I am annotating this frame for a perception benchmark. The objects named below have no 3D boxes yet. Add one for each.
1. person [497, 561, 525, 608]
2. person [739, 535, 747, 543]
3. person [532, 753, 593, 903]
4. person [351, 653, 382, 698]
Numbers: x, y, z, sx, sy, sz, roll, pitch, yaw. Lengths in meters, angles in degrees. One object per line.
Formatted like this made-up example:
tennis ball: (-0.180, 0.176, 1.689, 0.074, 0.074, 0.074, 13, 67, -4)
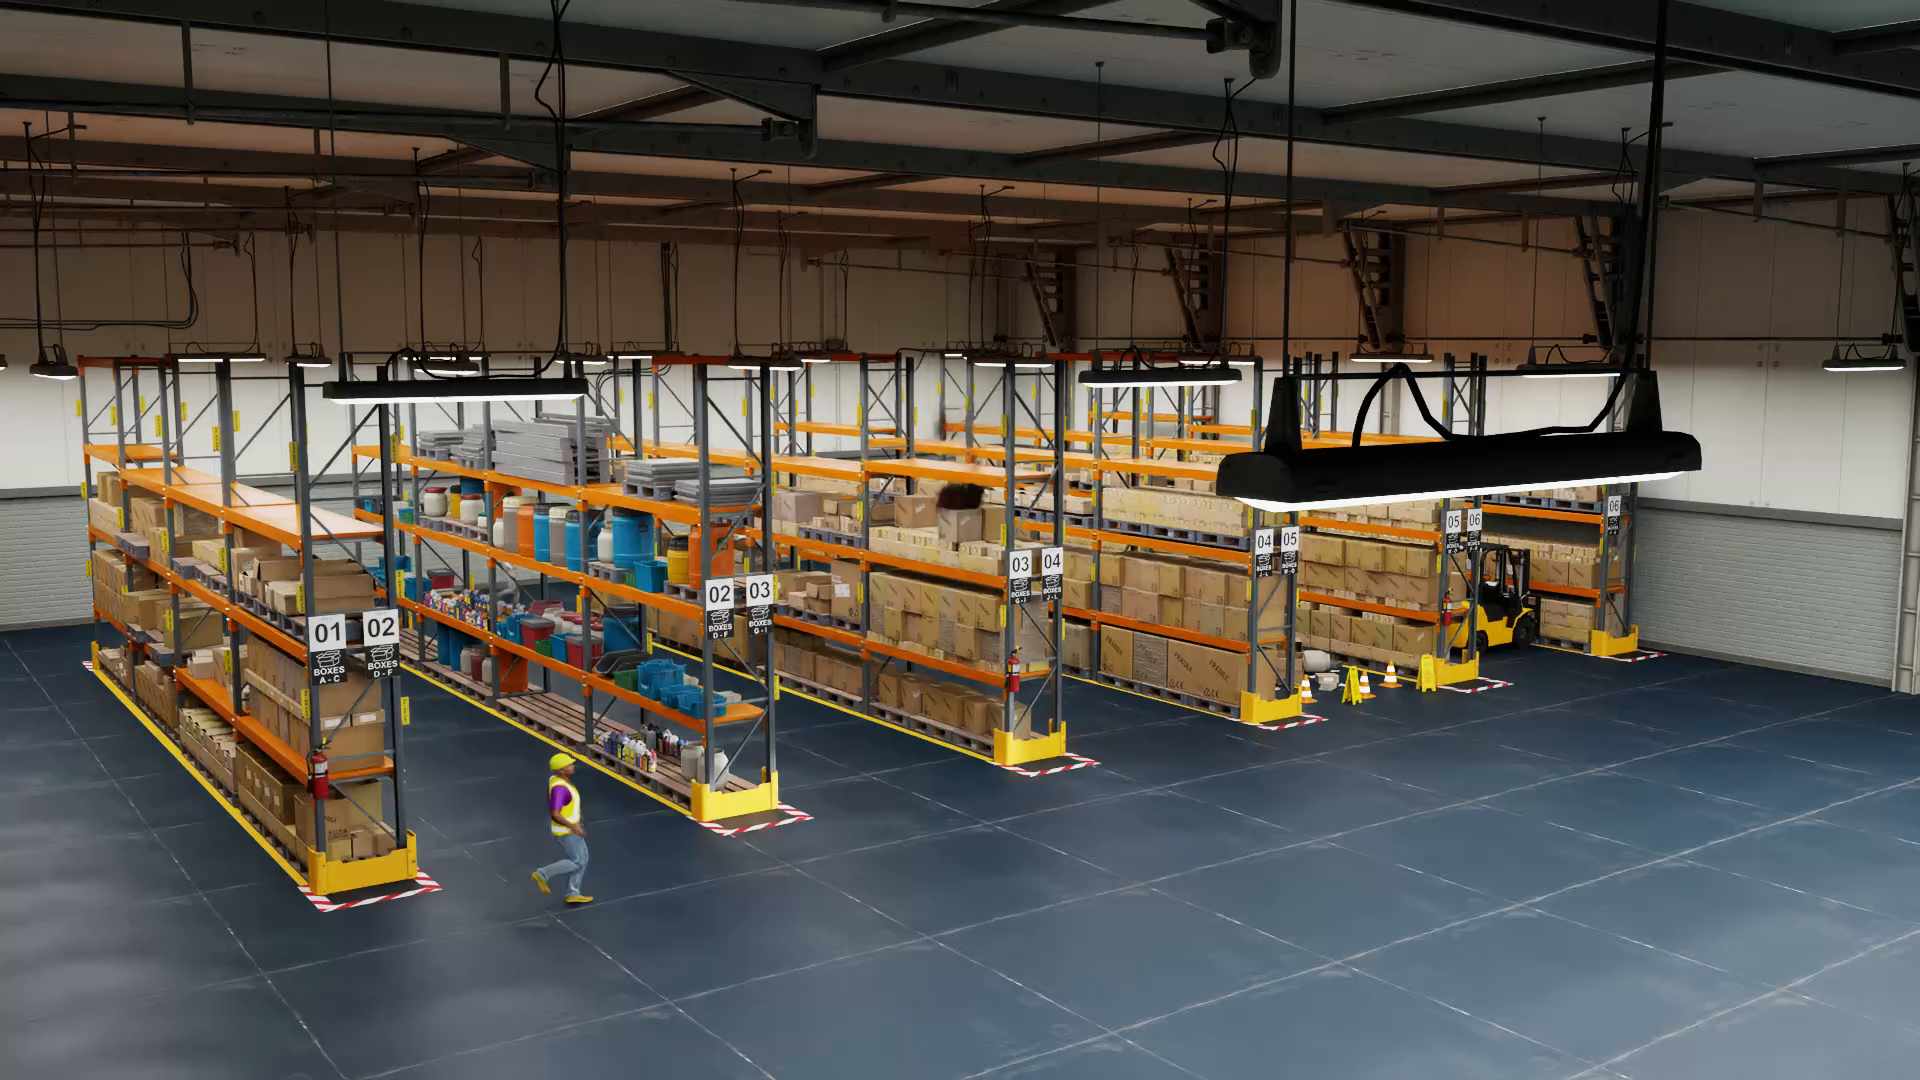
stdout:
person: (-10.586, 0.839, 38.946, 0.739, 1.568, 0.549, -2, 7, -15)
person: (-5.096, 0.731, 39.083, 0.684, 1.762, 0.658, -2, 7, -13)
person: (-4.465, 3.235, 18.612, 0.663, 1.731, 0.700, -2, 7, -14)
person: (-9.655, 2.230, 27.038, 0.876, 1.731, 0.630, 7, 10, 44)
